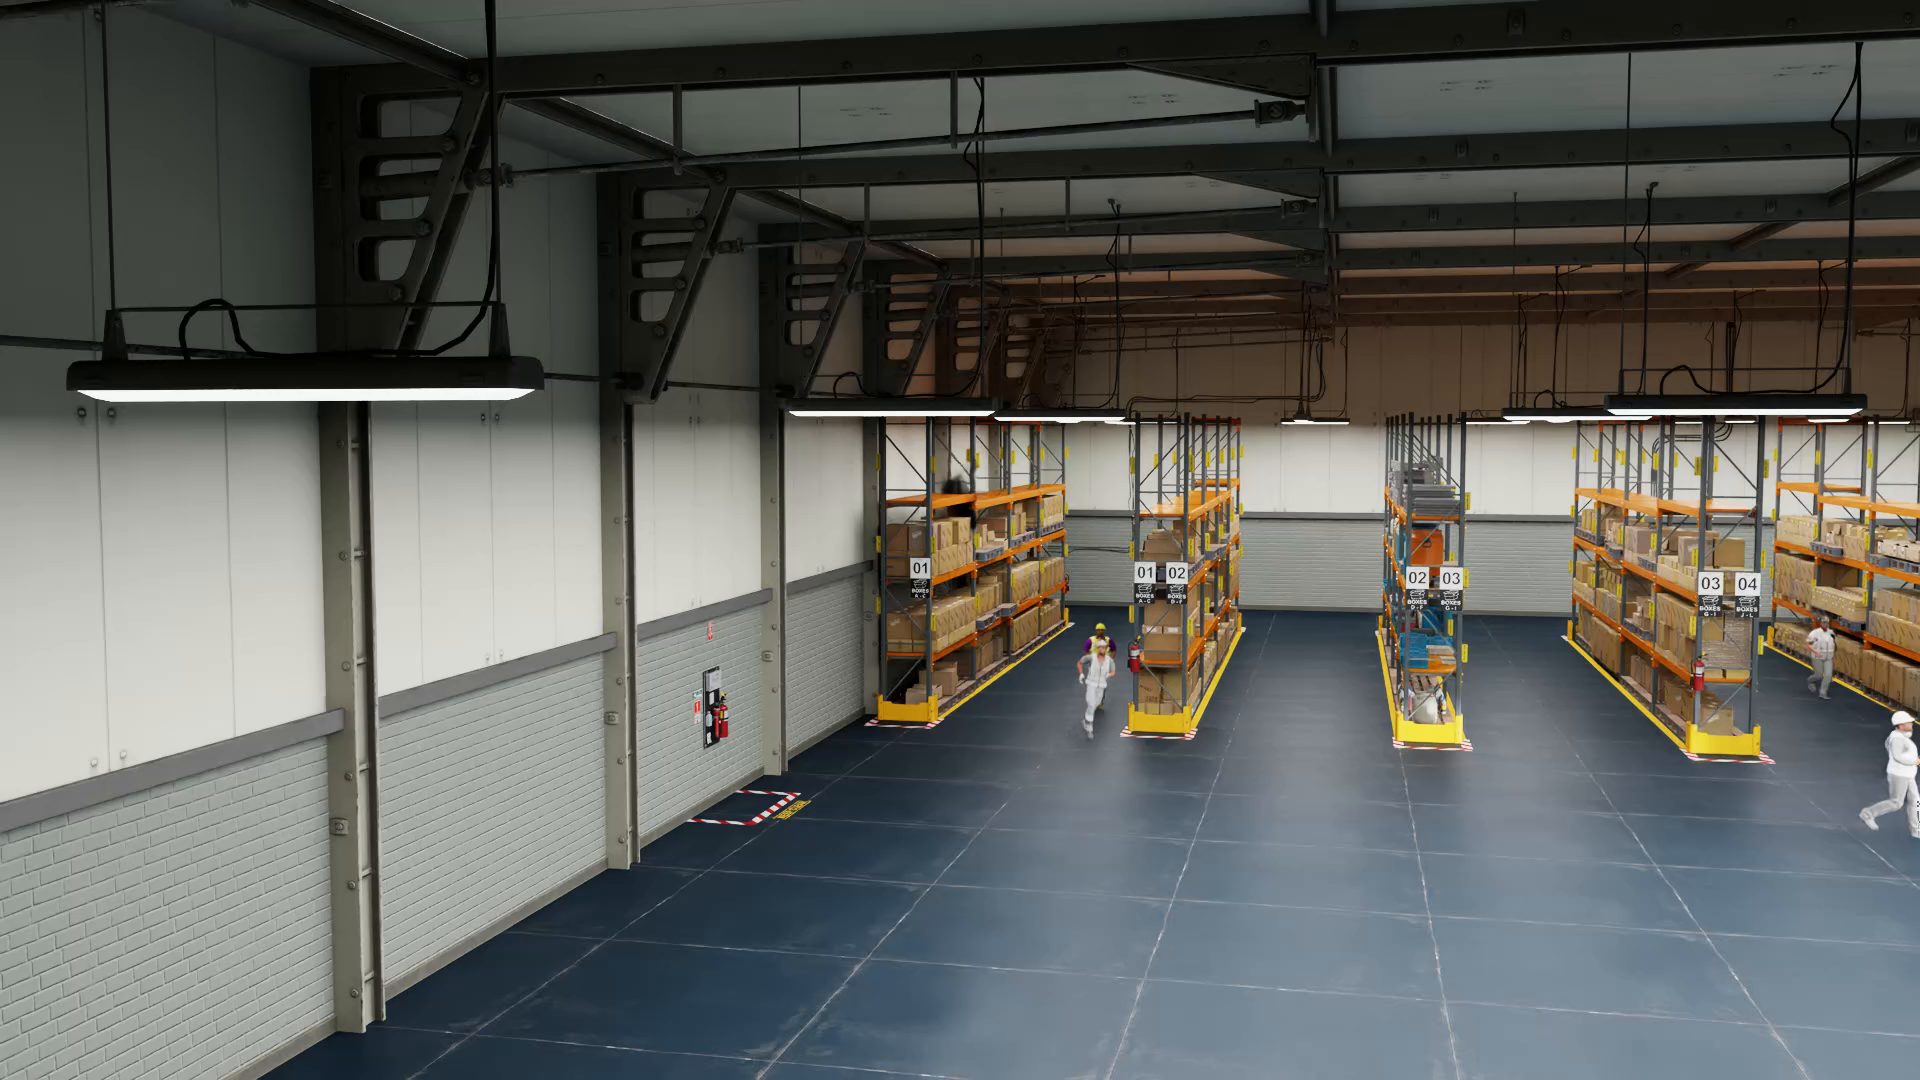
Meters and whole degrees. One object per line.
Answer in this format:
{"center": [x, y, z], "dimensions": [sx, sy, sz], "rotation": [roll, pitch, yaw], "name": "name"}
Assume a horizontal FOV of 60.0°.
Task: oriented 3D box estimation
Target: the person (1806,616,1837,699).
{"center": [18.256, 2.467, 35.209], "dimensions": [0.654, 1.742, 0.753], "rotation": [0, 4, 3], "name": "person"}

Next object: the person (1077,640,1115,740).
{"center": [2.549, 2.744, 30.869], "dimensions": [0.677, 1.784, 0.904], "rotation": [-1, 4, -16], "name": "person"}

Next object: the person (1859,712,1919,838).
{"center": [13.050, 3.271, 23.109], "dimensions": [0.935, 1.793, 0.676], "rotation": [3, 5, 38], "name": "person"}

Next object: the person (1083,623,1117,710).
{"center": [2.845, 2.560, 33.861], "dimensions": [0.697, 1.743, 0.768], "rotation": [0, 4, 3], "name": "person"}

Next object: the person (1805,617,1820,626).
{"center": [22.959, 1.917, 44.487], "dimensions": [0.697, 1.685, 0.574], "rotation": [1, 4, 12], "name": "person"}
